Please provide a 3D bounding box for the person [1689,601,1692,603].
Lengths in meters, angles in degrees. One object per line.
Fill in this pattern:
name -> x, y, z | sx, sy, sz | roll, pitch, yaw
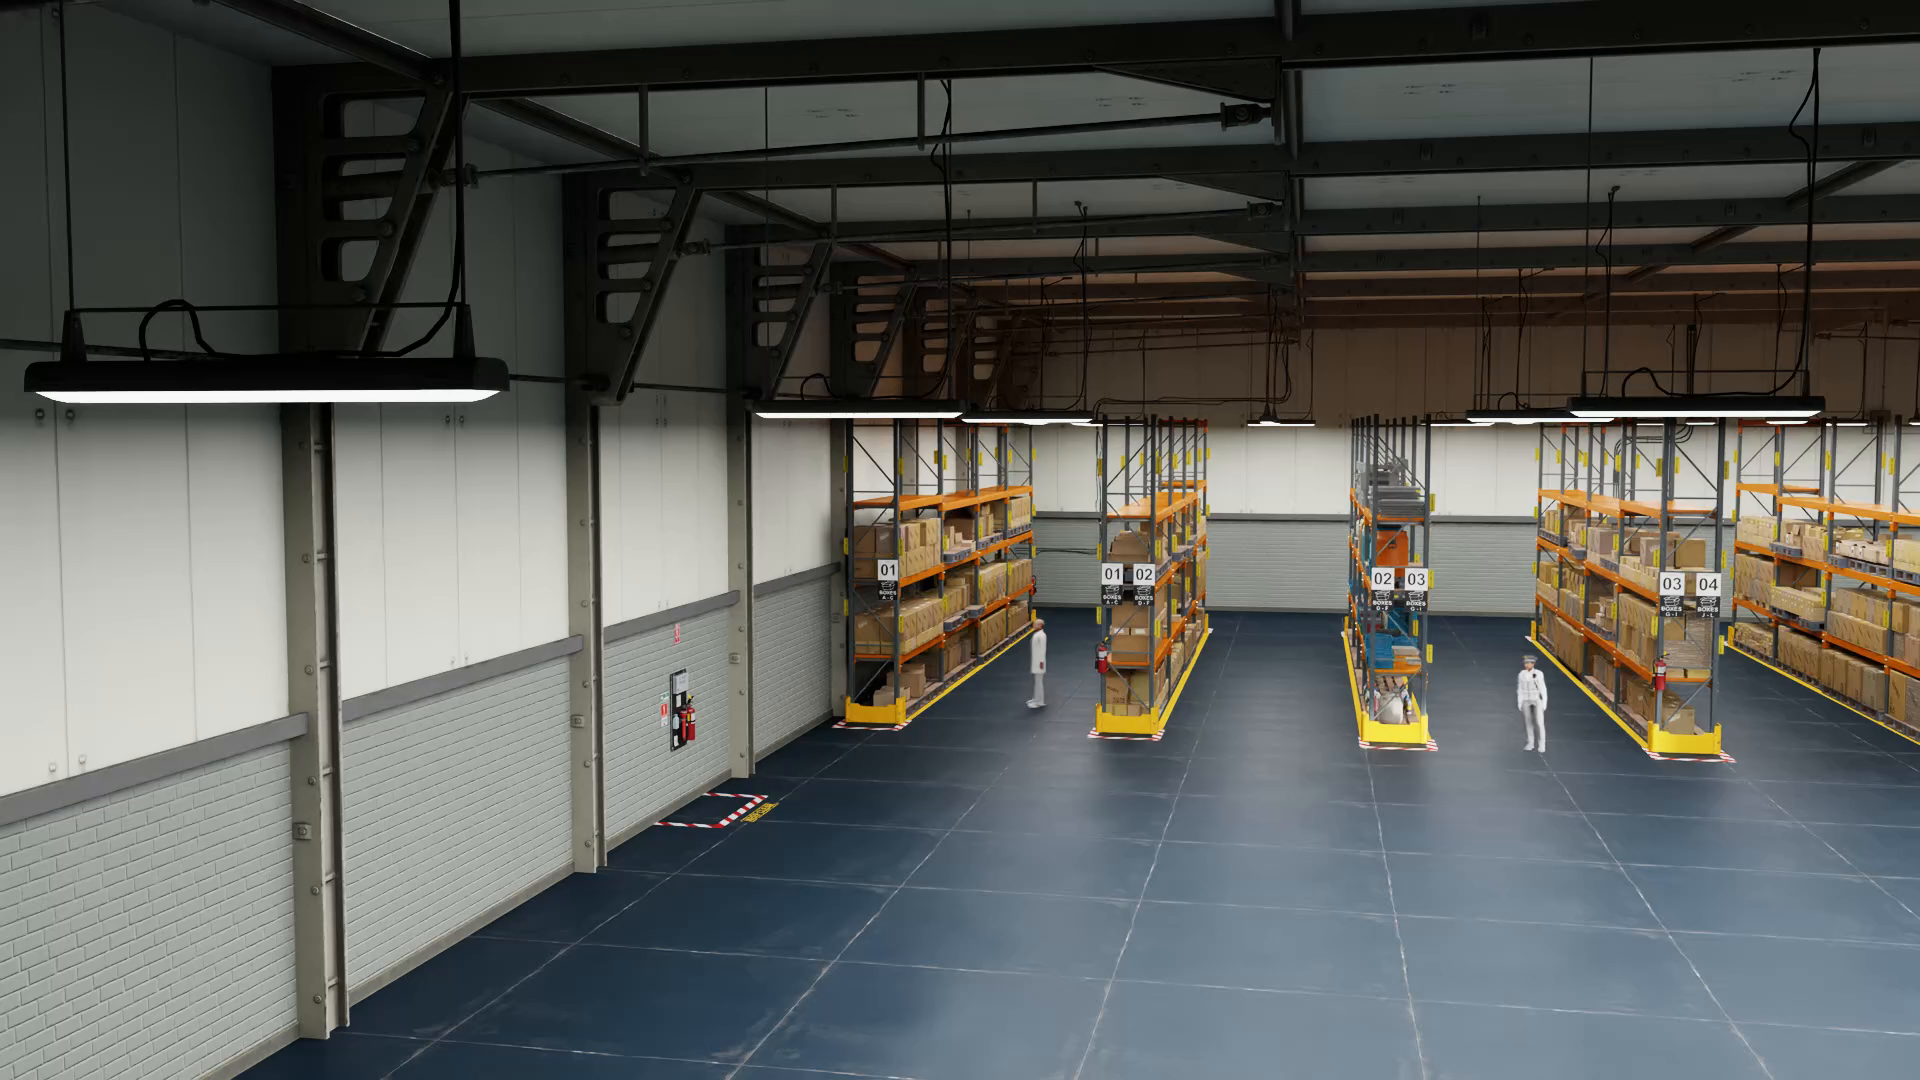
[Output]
person -> 17.850, 2.166, 40.979 | 0.506, 1.632, 0.665 | 1, 4, 10

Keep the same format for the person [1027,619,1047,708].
person -> 1.572, 2.542, 34.476 | 0.419, 1.798, 0.623 | 0, 4, -6

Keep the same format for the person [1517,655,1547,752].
person -> 10.217, 2.915, 29.728 | 0.547, 1.721, 0.349 | 3, 5, 37
